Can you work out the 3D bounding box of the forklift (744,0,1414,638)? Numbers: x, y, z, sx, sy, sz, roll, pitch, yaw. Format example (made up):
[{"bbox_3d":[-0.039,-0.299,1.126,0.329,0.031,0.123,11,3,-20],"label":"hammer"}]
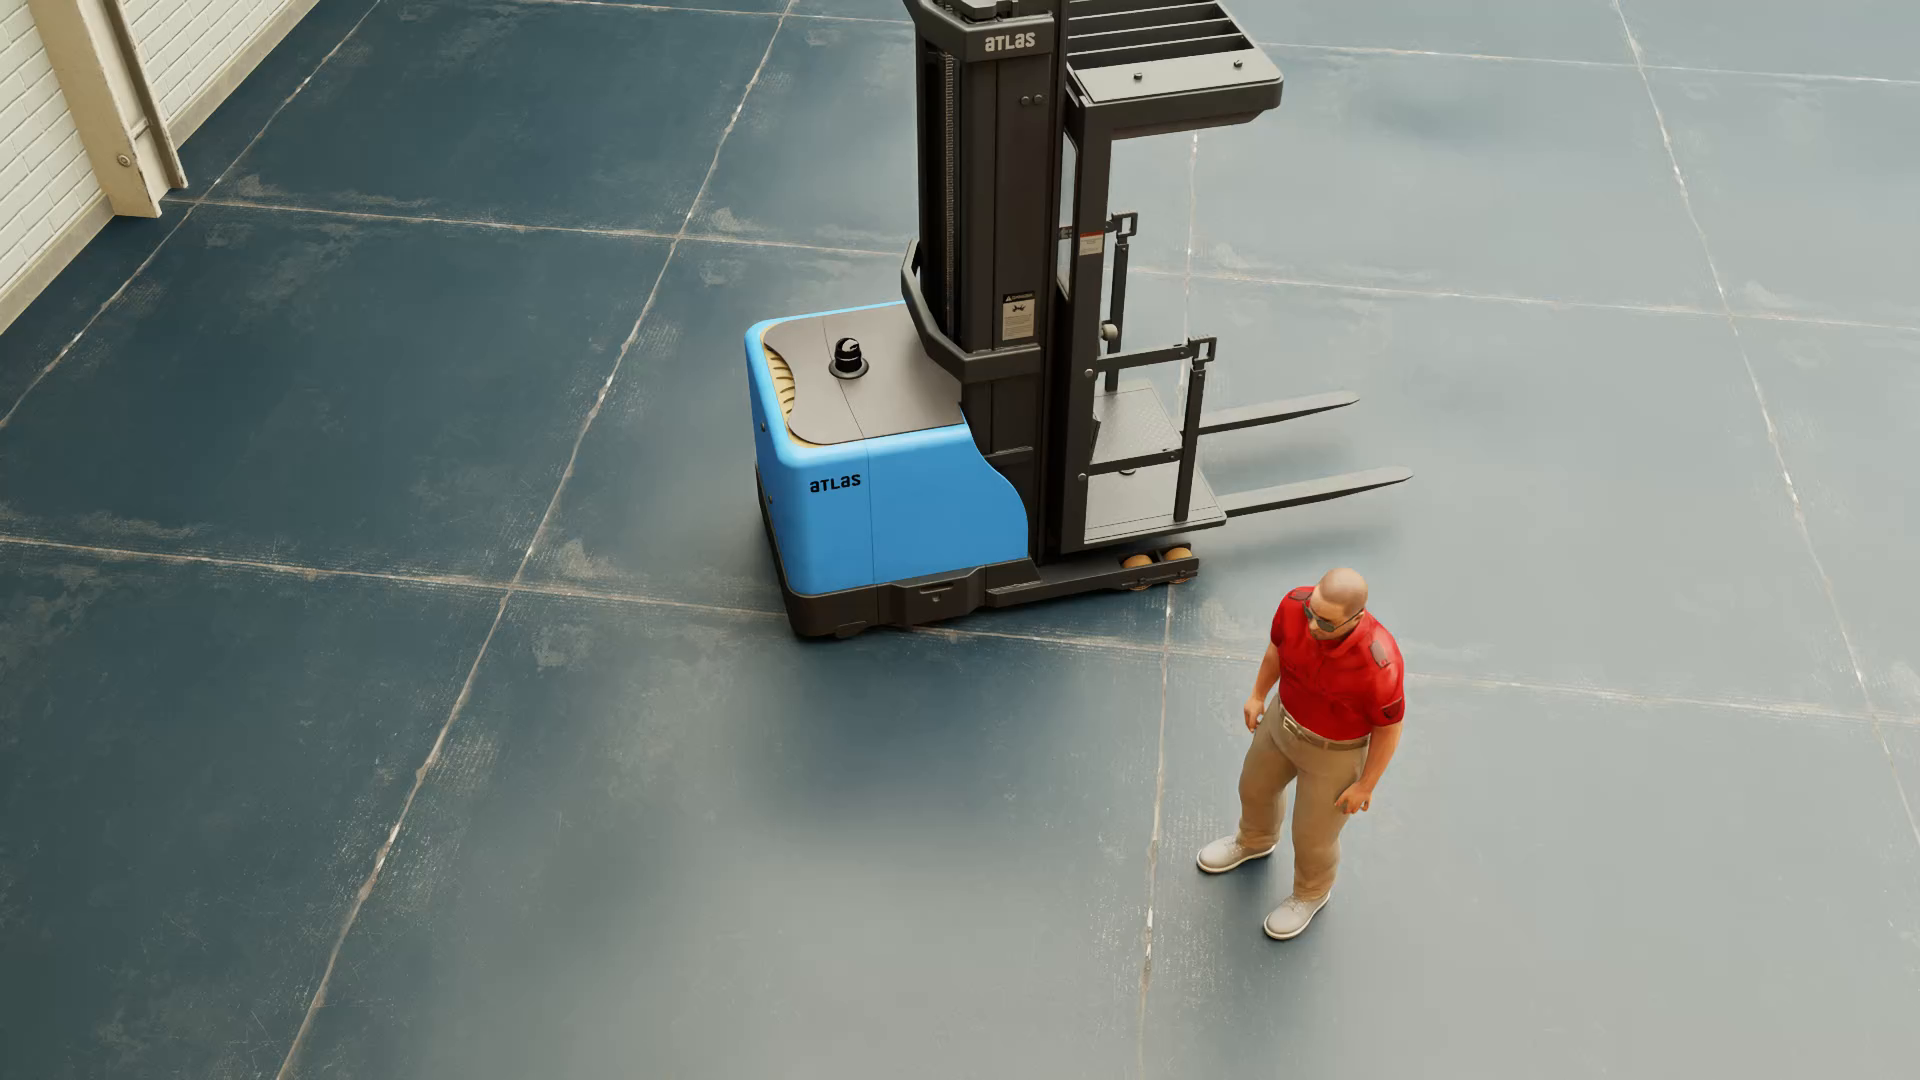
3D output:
[{"bbox_3d":[0.608,-1.185,7.015,3.031,2.935,1.130,-10,43,-11],"label":"forklift"}]

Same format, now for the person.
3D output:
[{"bbox_3d":[1.233,0.705,5.846,0.393,1.725,0.599,-26,49,-26],"label":"person"}]
